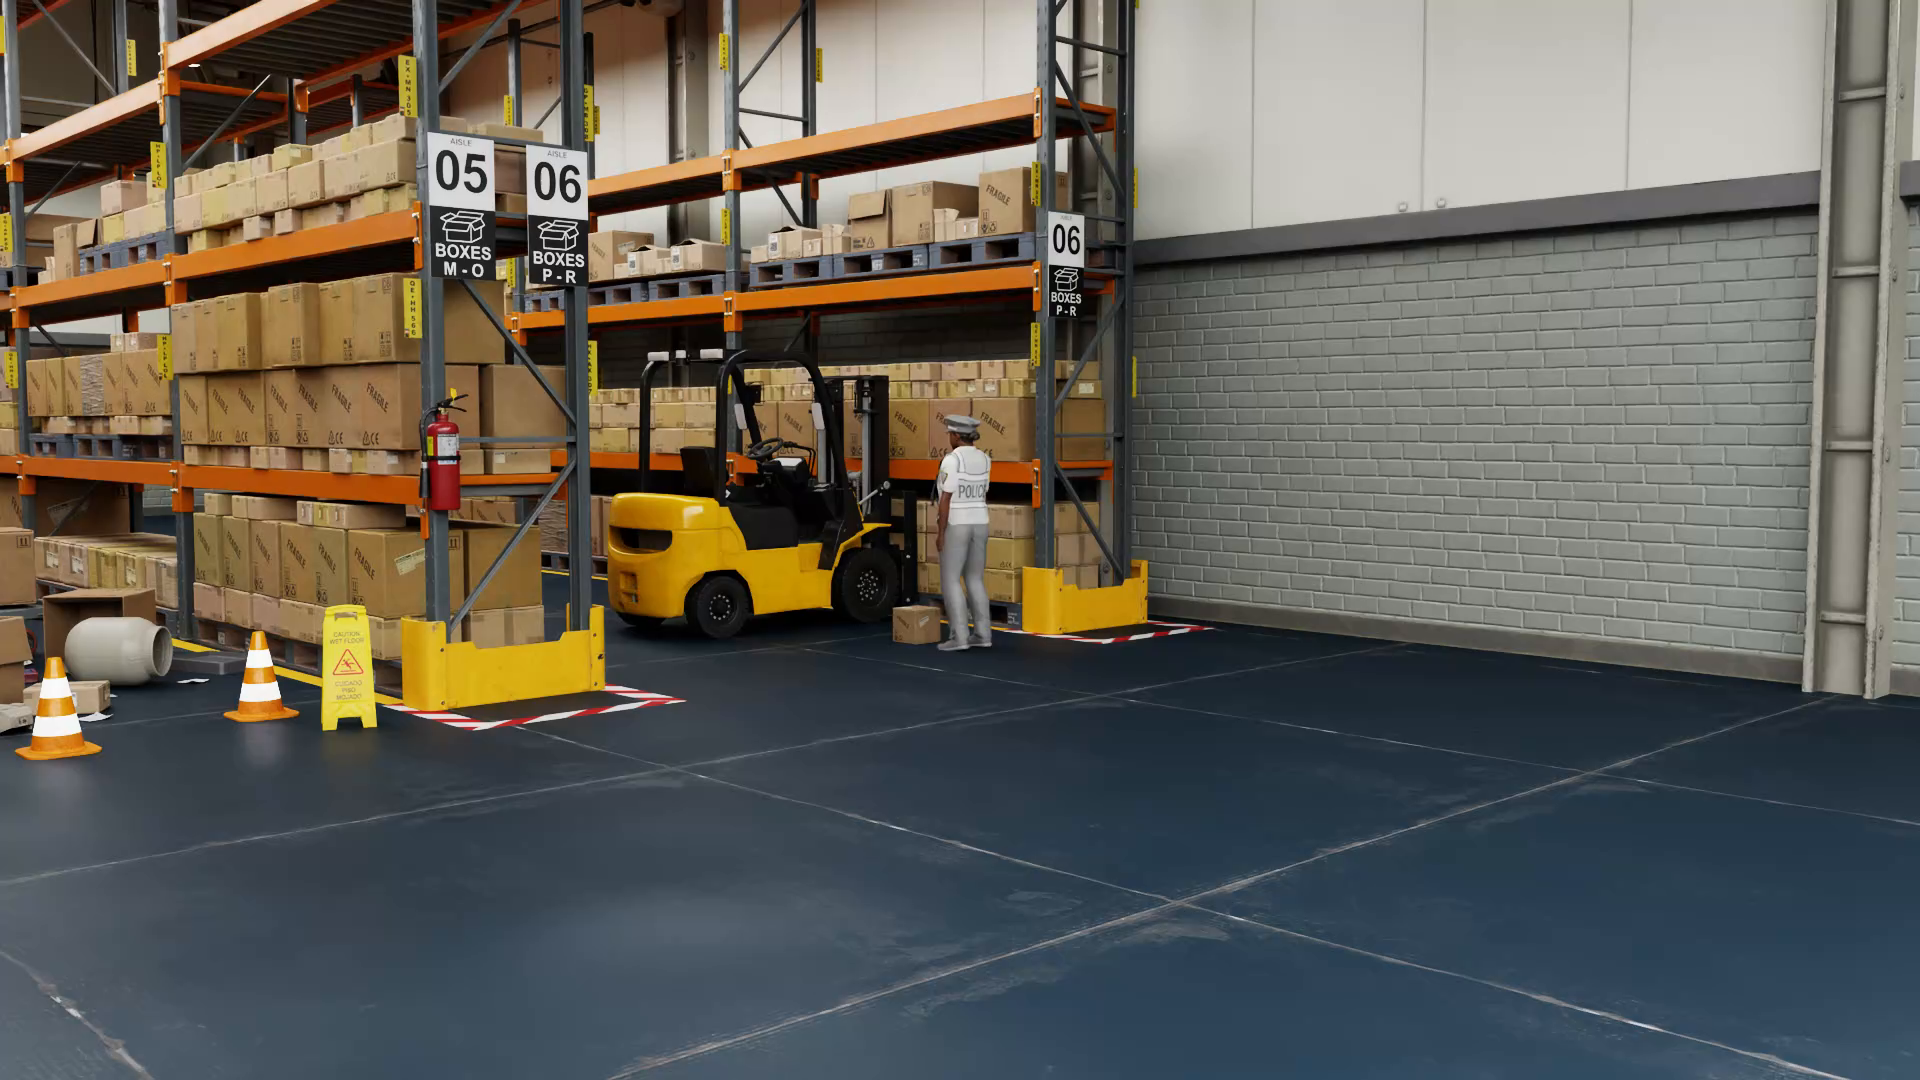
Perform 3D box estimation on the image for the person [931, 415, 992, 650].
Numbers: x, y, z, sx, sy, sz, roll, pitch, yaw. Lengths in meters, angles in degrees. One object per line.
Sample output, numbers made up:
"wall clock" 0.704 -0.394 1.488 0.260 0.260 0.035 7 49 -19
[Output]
"person" 0.009 -0.049 11.814 0.437 1.681 0.341 -4 5 -42
